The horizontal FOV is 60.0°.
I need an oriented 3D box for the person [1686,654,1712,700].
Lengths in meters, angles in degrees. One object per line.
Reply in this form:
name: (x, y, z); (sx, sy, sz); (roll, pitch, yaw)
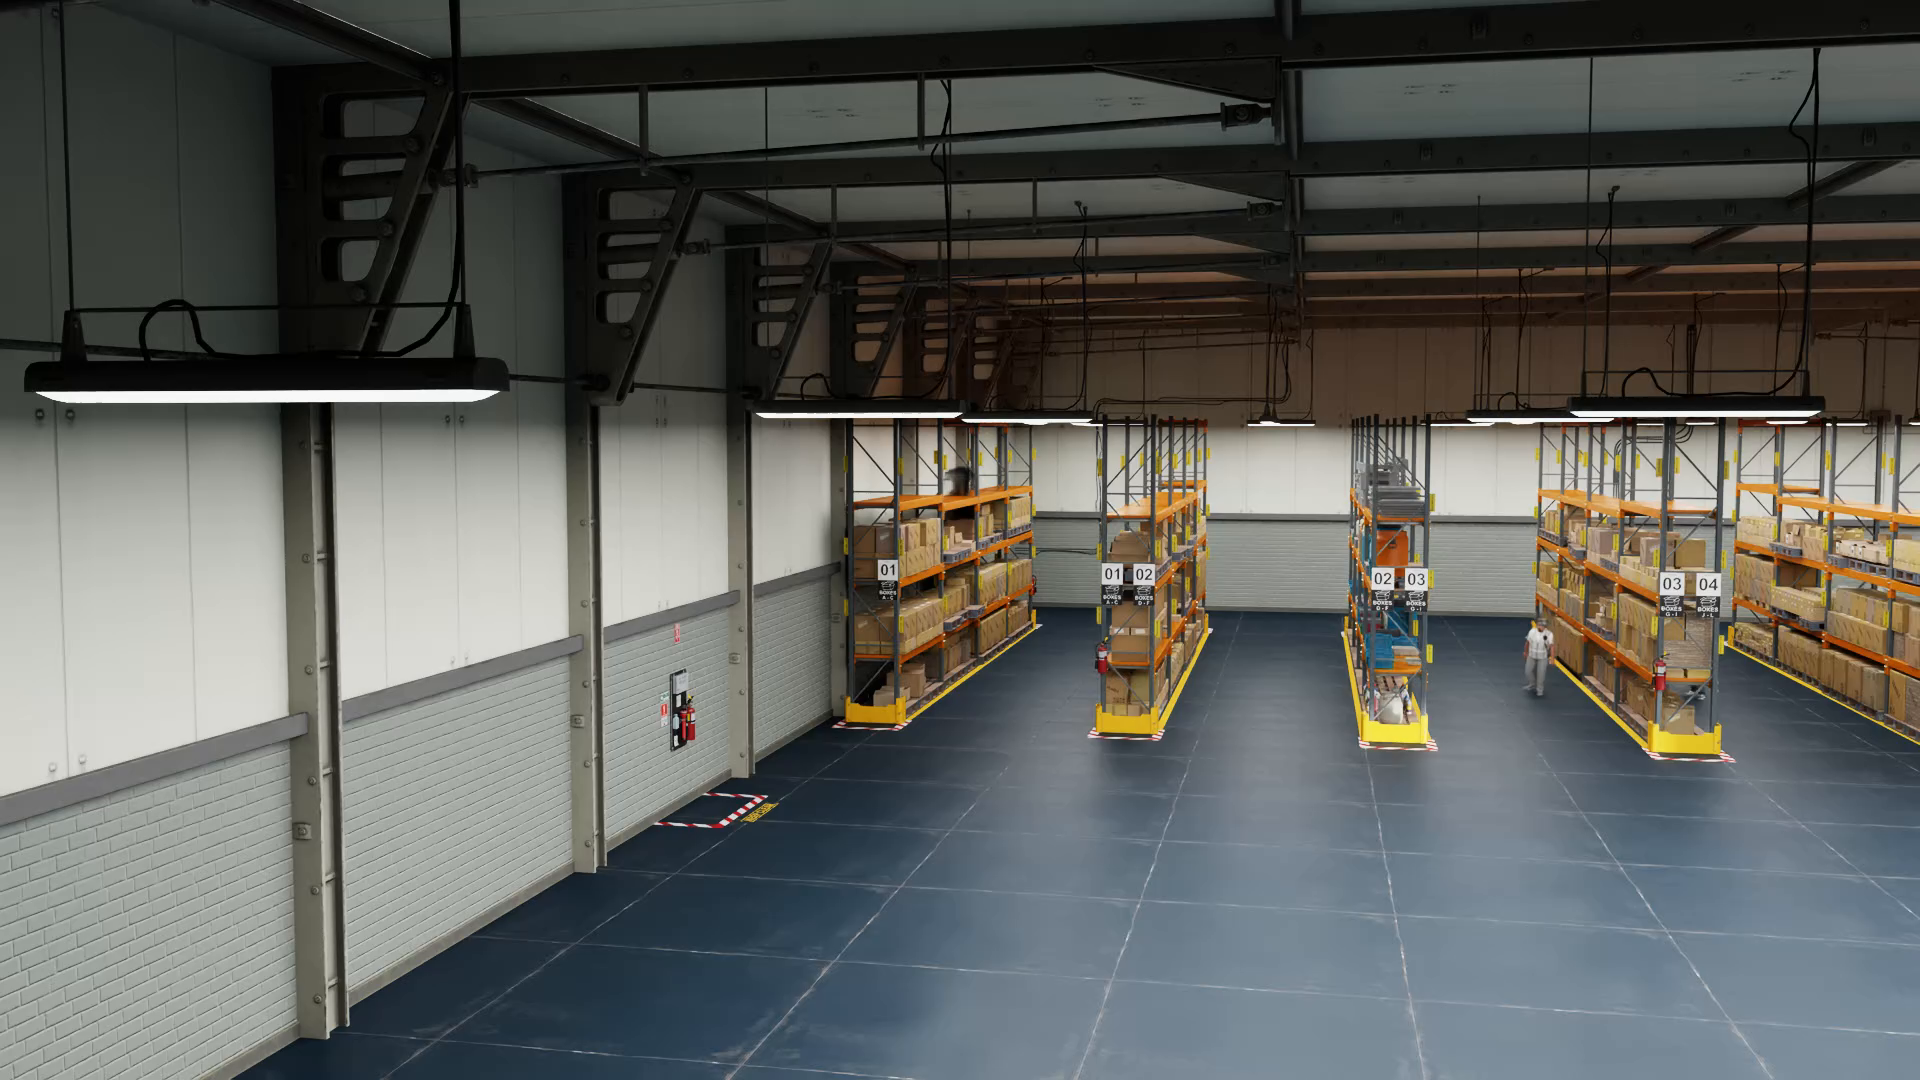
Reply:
person: (15.699, 2.587, 35.233); (0.536, 1.573, 0.435); (2, 4, 22)

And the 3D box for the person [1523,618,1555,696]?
person: (12.423, 2.499, 35.678); (0.716, 1.701, 0.606); (2, 4, 31)
